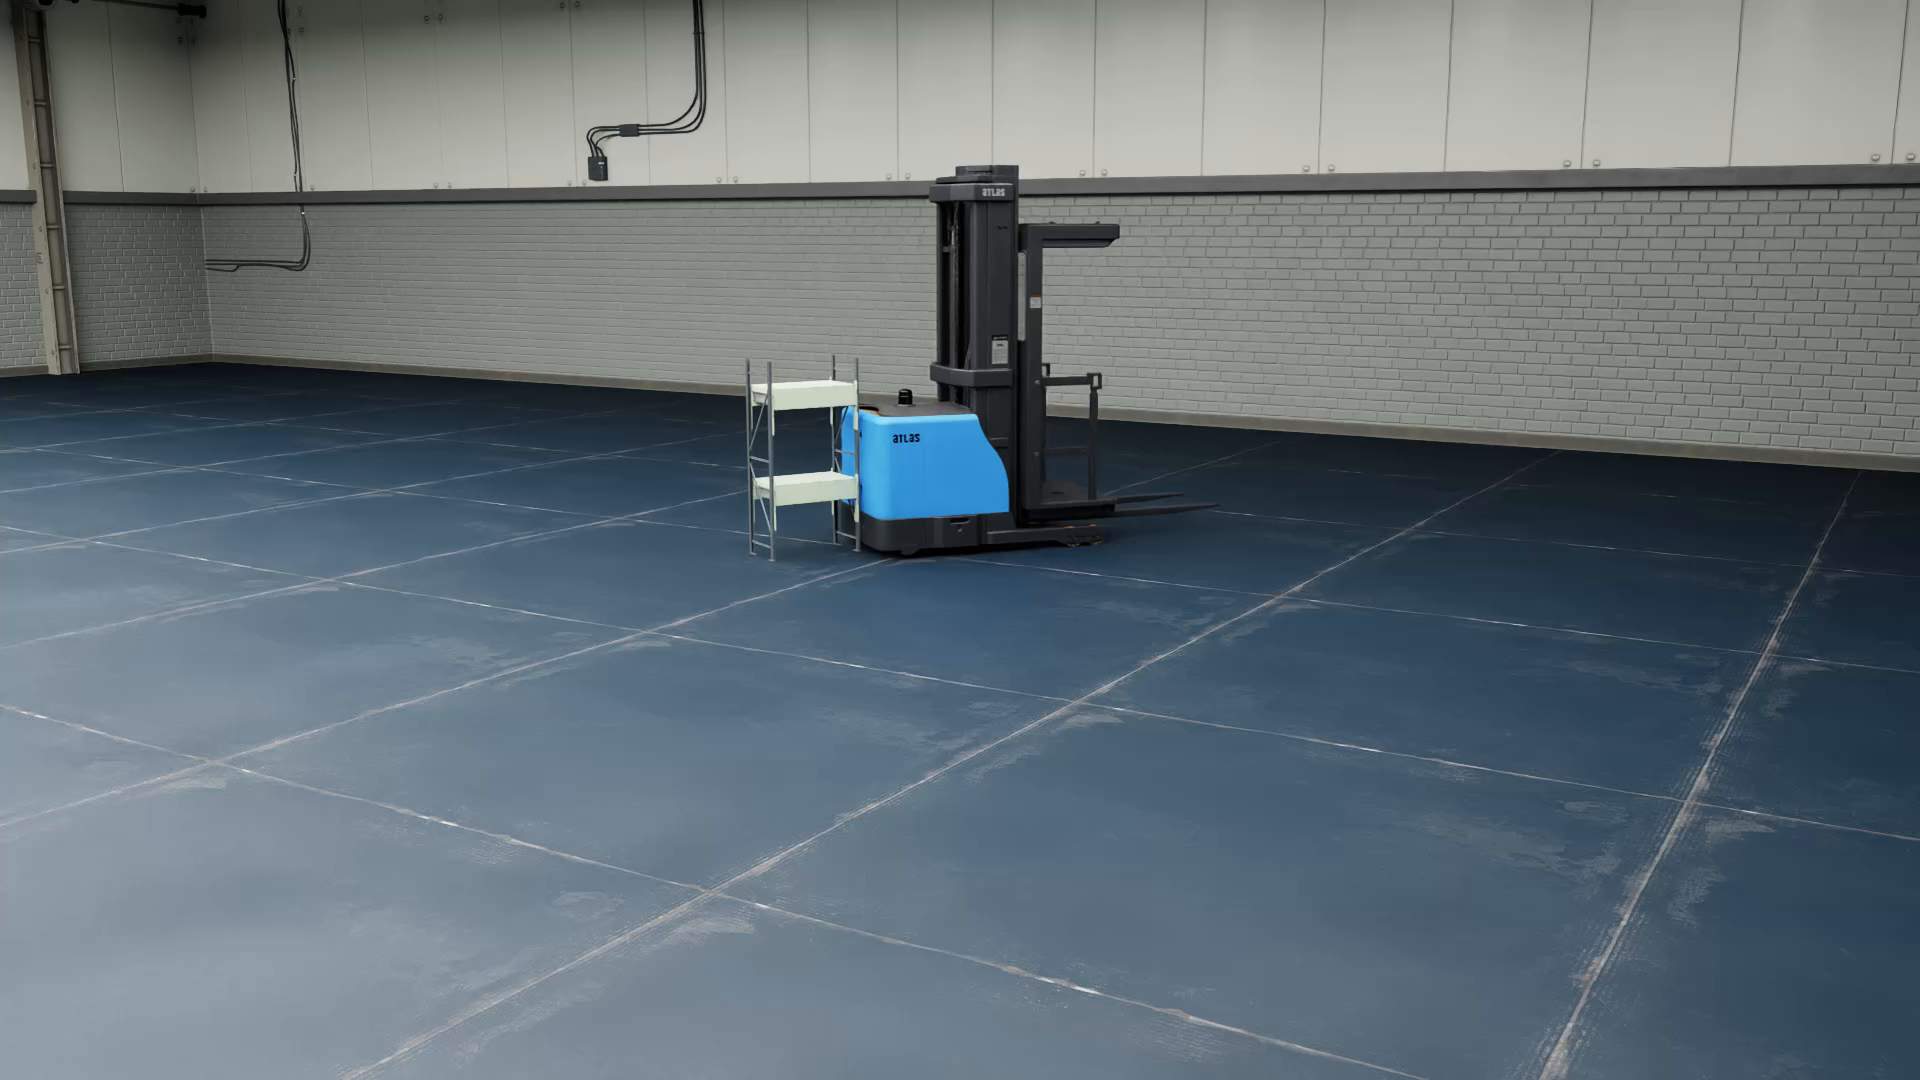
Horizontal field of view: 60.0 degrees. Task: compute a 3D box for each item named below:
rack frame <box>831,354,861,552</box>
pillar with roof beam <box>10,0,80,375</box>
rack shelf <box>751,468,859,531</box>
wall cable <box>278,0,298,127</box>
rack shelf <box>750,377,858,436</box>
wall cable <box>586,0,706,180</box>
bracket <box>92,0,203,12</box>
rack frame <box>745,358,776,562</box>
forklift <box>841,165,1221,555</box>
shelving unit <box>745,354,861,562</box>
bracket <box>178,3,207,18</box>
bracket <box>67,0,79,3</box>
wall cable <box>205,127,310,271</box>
[{"bbox_3d":[-0.886,-0.674,12.894,0.023,1.500,0.400,-7,13,-32],"label":"rack frame"},{"bbox_3d":[-11.818,-6.894,25.739,9.100,9.000,0.548,6,12,31],"label":"pillar with roof beam"},{"bbox_3d":[-1.194,-0.317,12.759,0.720,0.370,0.431,-7,13,-32],"label":"rack shelf"},{"bbox_3d":[-10.525,-8.340,28.176,3.097,2.526,0.112,6,12,31],"label":"wall cable"},{"bbox_3d":[-1.194,-1.021,12.627,0.720,0.370,0.431,-7,13,-32],"label":"rack shelf"},{"bbox_3d":[-4.732,-8.404,24.565,2.305,6.003,0.169,6,12,31],"label":"wall cable"},{"bbox_3d":[-14.055,-9.386,29.267,0.076,0.066,3.189,6,12,31],"label":"bracket"},{"bbox_3d":[-1.501,-0.601,12.504,0.023,1.500,0.400,-7,13,-32],"label":"rack frame"},{"bbox_3d":[0.619,-1.470,13.258,3.031,2.935,1.130,-4,11,-20],"label":"forklift"},{"bbox_3d":[-1.194,-0.638,12.699,0.755,1.500,0.431,-7,13,-32],"label":"shelving unit"},{"bbox_3d":[-13.748,-9.479,29.763,0.235,0.232,0.430,6,12,31],"label":"bracket"},{"bbox_3d":[-14.978,-9.106,27.772,0.235,0.232,0.430,6,12,31],"label":"bracket"},{"bbox_3d":[-12.838,-6.116,30.022,3.097,2.526,0.112,6,12,31],"label":"wall cable"}]
